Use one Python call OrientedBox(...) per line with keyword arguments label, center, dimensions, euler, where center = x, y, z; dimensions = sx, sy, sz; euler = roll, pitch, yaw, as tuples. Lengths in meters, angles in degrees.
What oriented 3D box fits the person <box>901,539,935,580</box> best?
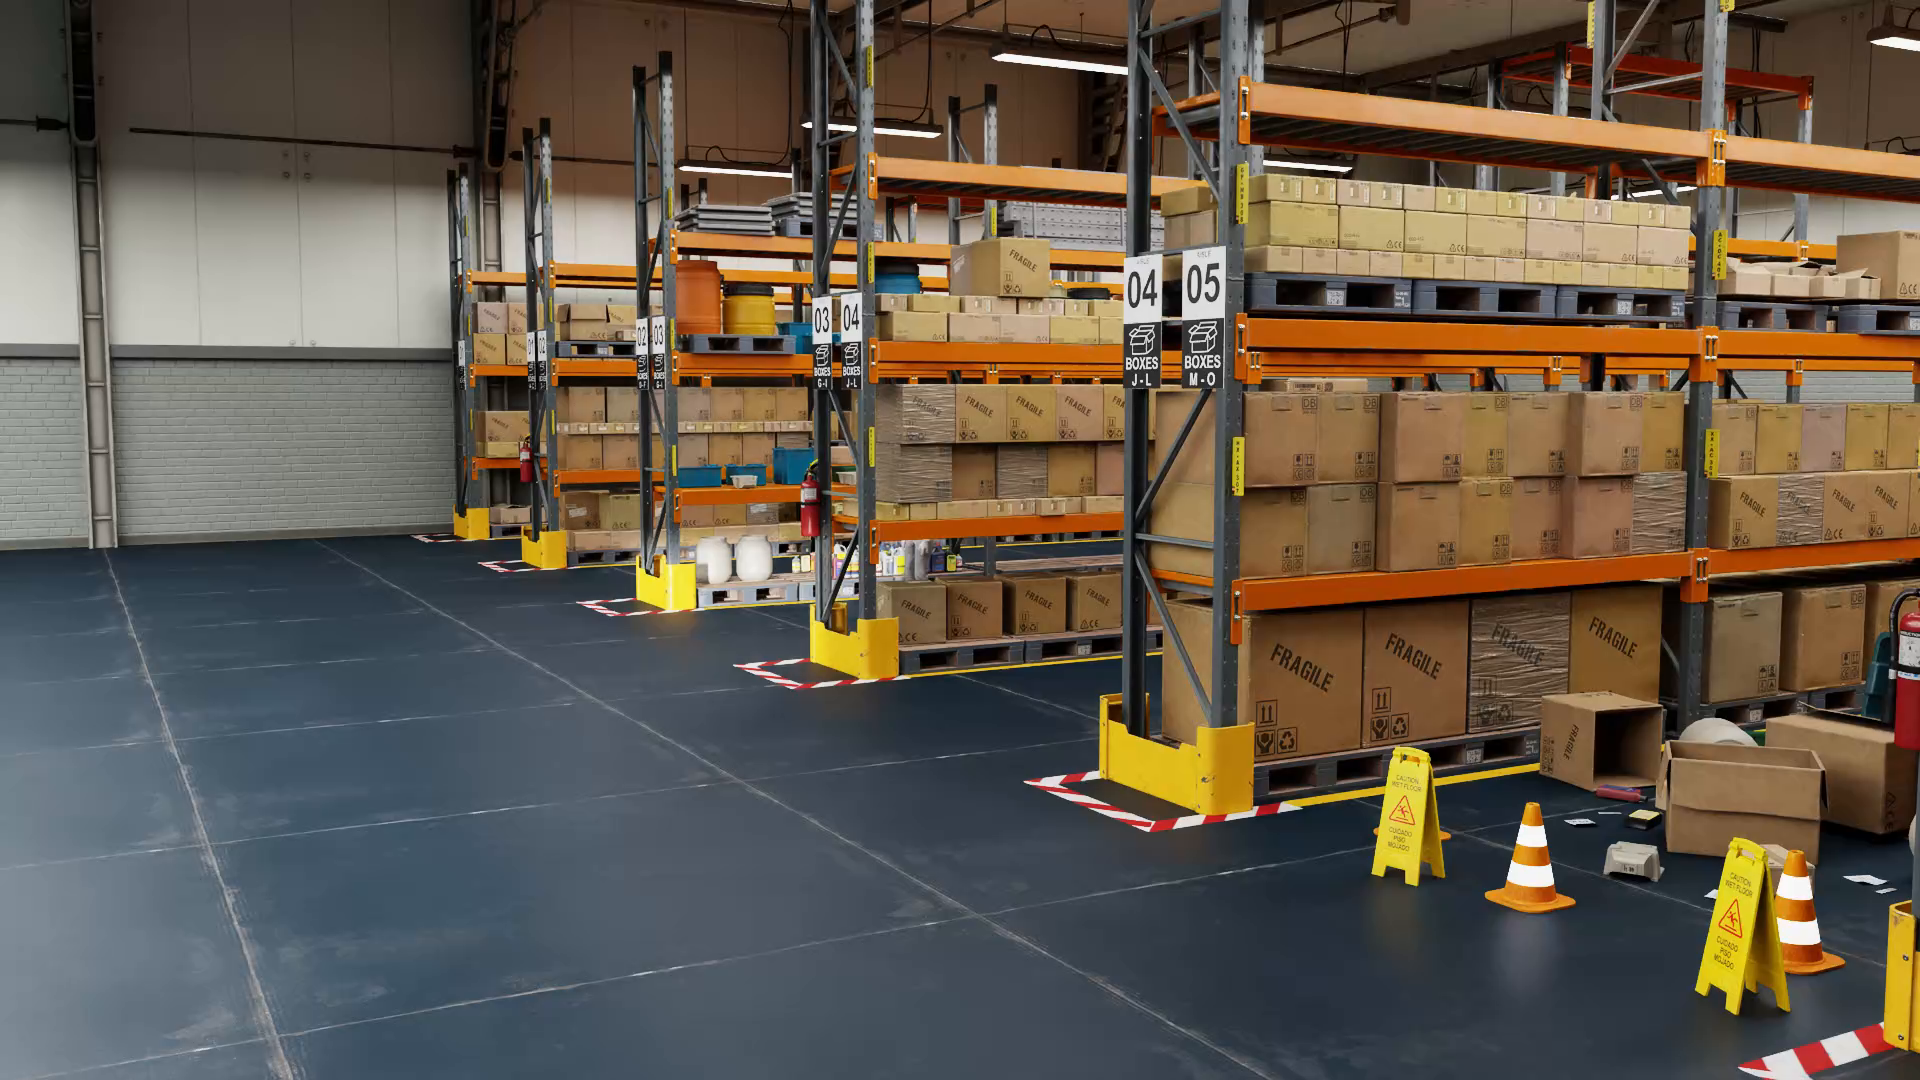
OrientedBox(label="person", center=(-0.440, 0.003, 17.443), dimensions=(0.371, 1.664, 0.530), euler=(-3, 6, -28))
